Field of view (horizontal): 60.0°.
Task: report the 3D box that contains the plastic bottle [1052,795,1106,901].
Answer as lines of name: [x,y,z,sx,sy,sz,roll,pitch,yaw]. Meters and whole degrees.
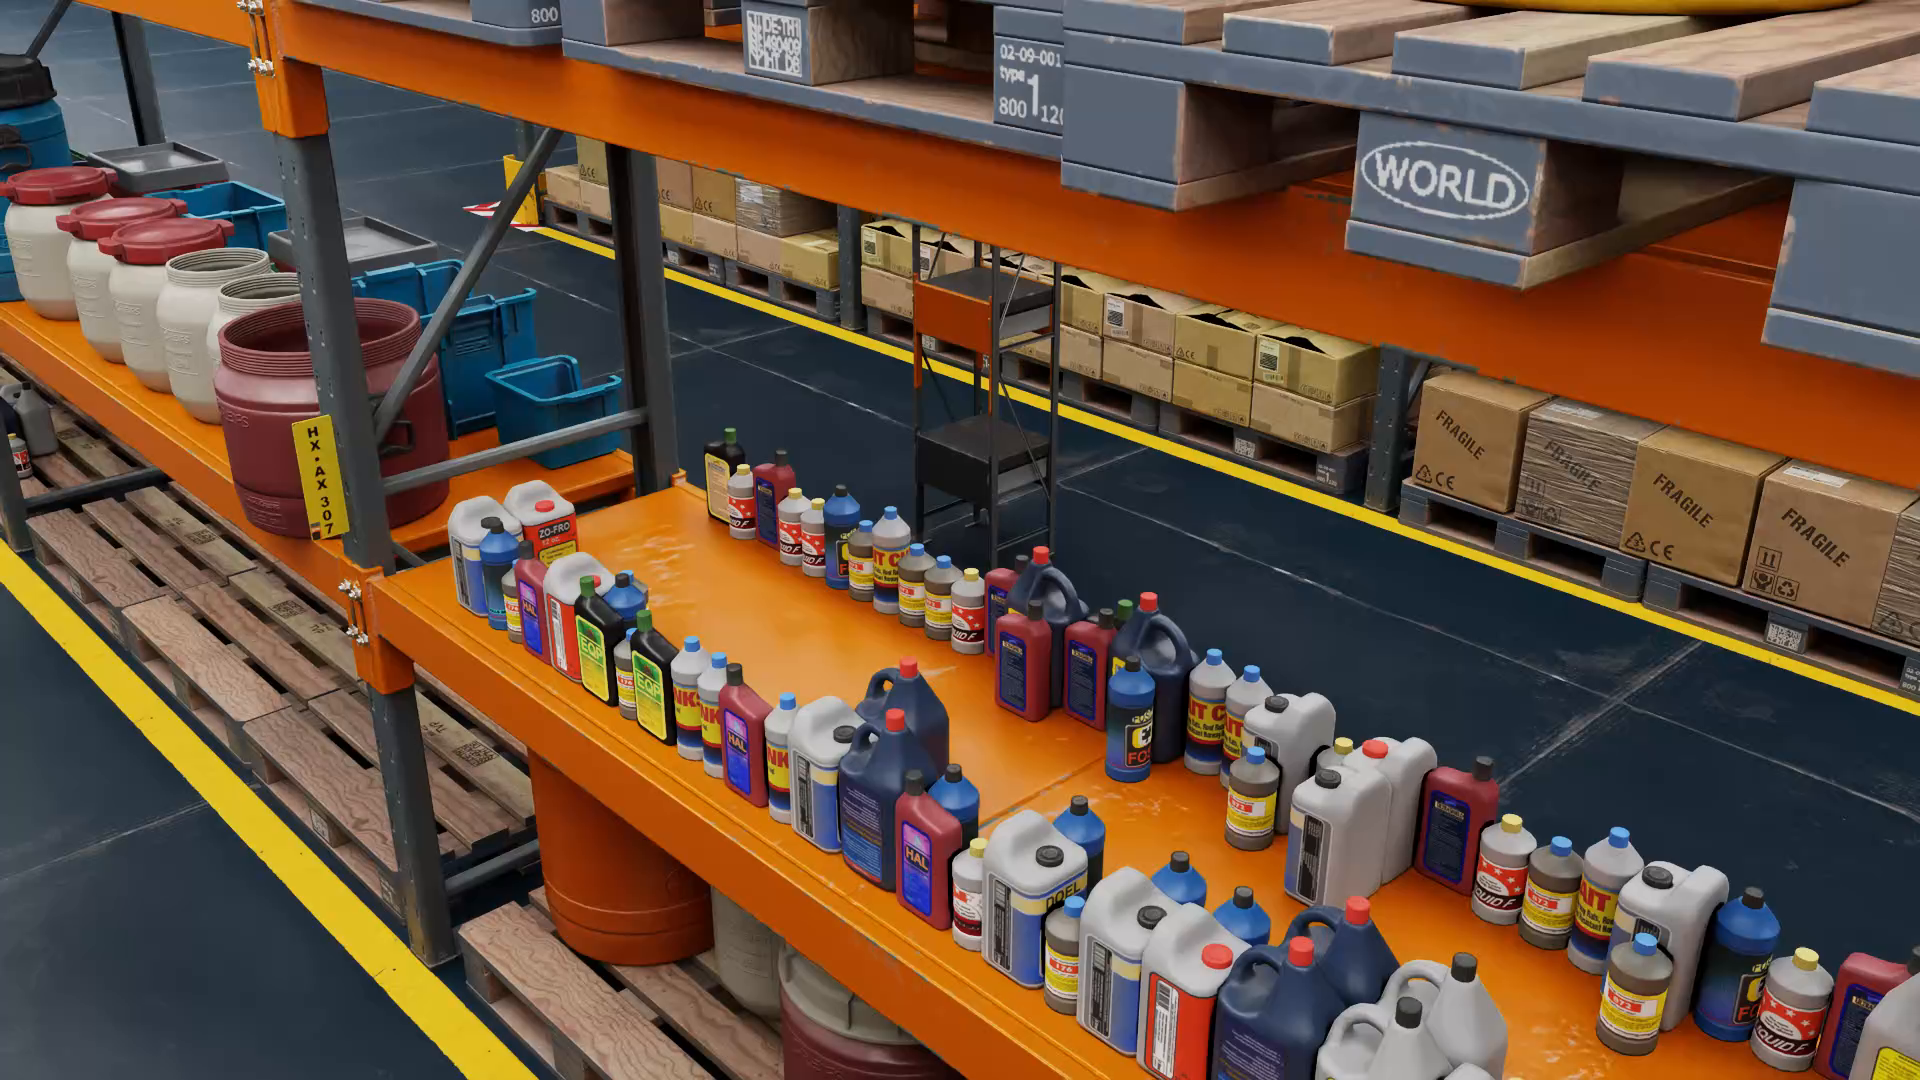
plastic bottle: [0.212,0.585,3.009,0.097,0.271,0.097,0,25,0]

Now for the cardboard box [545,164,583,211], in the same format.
cardboard box: [-2.895,-2.785,13.047,0.500,0.250,0.500,-21,32,-38]

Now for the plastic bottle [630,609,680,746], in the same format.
plastic bottle: [-0.658,0.297,3.625,0.061,0.283,0.133,-21,32,-38]

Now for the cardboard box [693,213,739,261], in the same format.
cardboard box: [-1.529,-2.178,11.718,0.500,0.250,0.500,-21,32,-38]

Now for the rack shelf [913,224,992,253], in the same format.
rack shelf: [0.113,-1.530,6.919,0.431,0.518,0.480,-21,32,-38]

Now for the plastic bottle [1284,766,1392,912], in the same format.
plastic bottle: [0.702,0.540,3.101,0.152,0.276,0.135,-21,32,-38]

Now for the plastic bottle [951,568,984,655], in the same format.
plastic bottle: [0.027,0.166,4.011,0.097,0.201,0.097,0,25,0]

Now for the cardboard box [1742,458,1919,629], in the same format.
cardboard box: [3.533,-0.023,6.669,0.500,0.500,0.500,22,33,40]

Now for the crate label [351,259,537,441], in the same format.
crate label: [-1.731,-0.636,5.488,0.502,0.435,0.616,-21,32,-38]

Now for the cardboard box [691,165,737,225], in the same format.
cardboard box: [-1.520,-2.523,11.570,0.500,0.500,0.500,-21,32,-38]

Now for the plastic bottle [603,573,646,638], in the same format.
plastic bottle: [-0.770,0.205,3.842,0.097,0.271,0.097,0,25,0]

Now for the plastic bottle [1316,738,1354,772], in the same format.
plastic bottle: [0.754,0.488,3.305,0.097,0.201,0.097,0,25,0]

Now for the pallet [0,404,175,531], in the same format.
pallet: [-4.412,-0.401,8.374,1.003,0.211,1.213,-21,32,-38]

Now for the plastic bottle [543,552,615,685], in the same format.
plastic bottle: [-0.874,0.177,3.897,0.152,0.276,0.135,-21,32,-38]

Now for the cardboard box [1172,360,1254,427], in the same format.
cardboard box: [1.476,-0.832,8.766,0.500,0.250,0.500,-22,32,-39]

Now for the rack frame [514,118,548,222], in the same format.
rack frame: [-3.099,-4.070,13.058,1.000,3.000,0.127,-21,32,-38]

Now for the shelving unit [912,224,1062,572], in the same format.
shelving unit: [0.113,-0.905,7.204,0.431,2.100,0.503,-21,32,-38]

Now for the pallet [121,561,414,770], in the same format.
pallet: [-2.581,0.411,6.595,1.003,0.211,1.213,-21,32,-38]

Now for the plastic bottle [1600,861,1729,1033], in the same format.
plastic bottle: [1.196,0.667,2.824,0.152,0.276,0.135,-21,32,-38]

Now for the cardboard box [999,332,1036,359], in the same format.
cardboard box: [0.434,-1.294,9.780,0.500,0.250,0.500,-22,33,-40]

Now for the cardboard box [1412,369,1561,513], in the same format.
cardboard box: [2.471,-0.490,7.692,0.500,0.500,0.500,-20,31,-36]

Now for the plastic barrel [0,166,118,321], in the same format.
plastic barrel: [-3.490,-1.164,6.524,0.433,0.535,0.433,0,25,0]

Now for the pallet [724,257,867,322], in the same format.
pallet: [-0.878,-1.843,11.534,1.003,0.211,1.213,-21,32,-38]

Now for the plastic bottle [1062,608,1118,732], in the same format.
plastic bottle: [0.292,0.272,3.680,0.061,0.283,0.133,-21,32,-38]

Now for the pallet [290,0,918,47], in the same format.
pallet: [-0.798,-1.262,3.515,1.003,0.211,1.213,-21,32,-38]

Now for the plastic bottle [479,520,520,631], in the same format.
plastic bottle: [-1.131,0.082,4.112,0.097,0.271,0.097,0,25,0]

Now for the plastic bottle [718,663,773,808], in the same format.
plastic bottle: [-0.433,0.397,3.407,0.061,0.283,0.133,-21,32,-38]

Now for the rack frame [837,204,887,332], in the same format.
rack frame: [-0.365,-2.858,10.401,1.000,3.000,0.127,-21,32,-38]

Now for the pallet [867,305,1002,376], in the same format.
pallet: [0.167,-1.378,10.515,1.003,0.211,1.213,-21,32,-38]

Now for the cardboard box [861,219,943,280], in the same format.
cardboard box: [-0.265,-1.858,10.339,0.500,0.311,0.500,-21,32,-38]

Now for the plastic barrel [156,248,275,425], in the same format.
plastic barrel: [-2.397,-0.672,5.474,0.421,0.512,0.421,0,25,0]

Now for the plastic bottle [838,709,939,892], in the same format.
plastic bottle: [-0.136,0.473,3.160,0.144,0.351,0.185,-21,32,-38]

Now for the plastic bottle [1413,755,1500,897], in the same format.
plastic bottle: [0.938,0.521,3.134,0.061,0.283,0.133,-21,32,-38]

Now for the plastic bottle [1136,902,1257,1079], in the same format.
plastic bottle: [0.384,0.735,2.675,0.152,0.276,0.135,-21,32,-38]

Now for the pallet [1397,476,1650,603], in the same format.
pallet: [2.851,-0.141,7.804,1.003,0.211,1.213,-21,32,-38]

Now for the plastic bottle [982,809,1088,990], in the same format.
plastic bottle: [0.134,0.624,2.918,0.152,0.276,0.135,-21,32,-38]

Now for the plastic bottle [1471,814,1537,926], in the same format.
plastic bottle: [1.003,0.599,3.063,0.097,0.201,0.097,0,25,0]

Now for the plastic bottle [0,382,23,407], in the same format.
plastic bottle: [-4.675,-0.636,8.282,0.152,0.276,0.135,-21,32,-38]

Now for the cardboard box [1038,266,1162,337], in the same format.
cardboard box: [0.787,-1.392,9.319,0.500,0.311,0.500,-20,31,-37]

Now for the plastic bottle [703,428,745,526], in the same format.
plastic bottle: [-0.662,-0.188,4.688,0.061,0.283,0.133,-21,32,-38]

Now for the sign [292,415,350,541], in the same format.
sign: [-1.647,-0.158,4.287,0.100,0.325,0.005,-21,32,-38]

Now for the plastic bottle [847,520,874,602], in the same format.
plastic bottle: [-0.239,0.048,4.270,0.097,0.201,0.097,0,25,0]

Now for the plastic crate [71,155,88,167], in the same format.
plastic crate: [-4.249,-1.621,7.763,0.767,0.338,0.504,-21,32,-38]

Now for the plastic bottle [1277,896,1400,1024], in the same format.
plastic bottle: [0.596,0.709,2.640,0.144,0.351,0.185,-21,32,-38]

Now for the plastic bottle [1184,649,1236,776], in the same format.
plastic bottle: [0.529,0.357,3.509,0.097,0.271,0.097,0,25,0]

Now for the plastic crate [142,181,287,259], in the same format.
plastic crate: [-3.003,-1.201,6.788,0.392,0.384,0.575,-21,32,-38]

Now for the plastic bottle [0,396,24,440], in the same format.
plastic bottle: [-4.634,-0.563,8.031,0.144,0.351,0.185,-22,33,-40]

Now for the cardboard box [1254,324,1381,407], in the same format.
cardboard box: [1.831,-0.930,8.307,0.500,0.311,0.500,-20,31,-37]

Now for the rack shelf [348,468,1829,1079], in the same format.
rack shelf: [0.117,0.691,3.488,1.077,0.370,4.000,-21,32,-38]

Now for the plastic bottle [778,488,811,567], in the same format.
plastic bottle: [-0.439,-0.040,4.464,0.097,0.201,0.097,0,25,0]

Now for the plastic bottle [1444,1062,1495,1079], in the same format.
plastic bottle: [0.729,0.888,2.340,0.152,0.276,0.135,-21,32,-38]

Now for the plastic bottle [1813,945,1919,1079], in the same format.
plastic bottle: [1.454,0.750,2.632,0.061,0.283,0.133,-21,32,-38]

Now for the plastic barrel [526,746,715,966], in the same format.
plastic barrel: [-0.903,0.697,4.716,0.600,0.830,0.708,-21,32,-38]
